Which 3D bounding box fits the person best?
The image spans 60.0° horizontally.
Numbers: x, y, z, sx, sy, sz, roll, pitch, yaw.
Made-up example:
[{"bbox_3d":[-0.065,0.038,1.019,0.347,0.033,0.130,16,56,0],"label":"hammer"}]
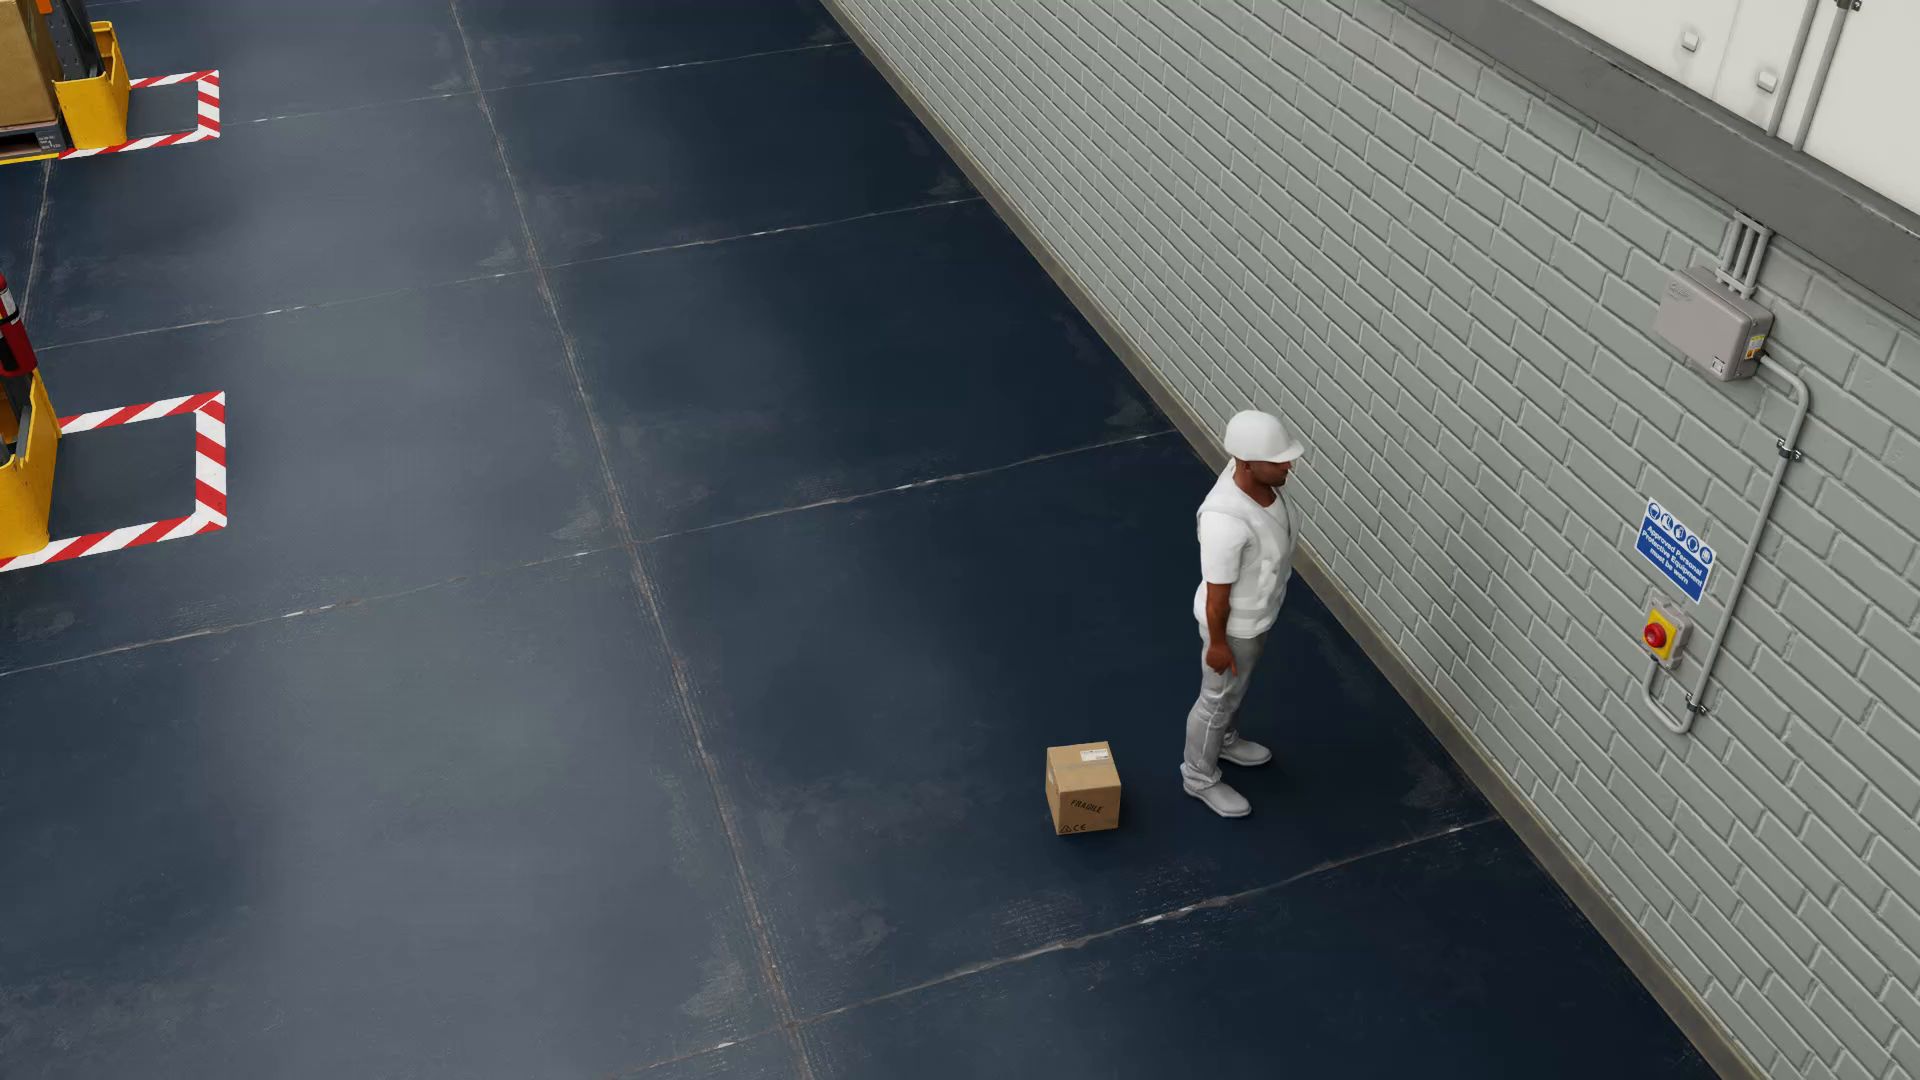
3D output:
[{"bbox_3d":[1.091,0.265,6.415,0.366,1.771,0.550,15,40,18],"label":"person"}]
